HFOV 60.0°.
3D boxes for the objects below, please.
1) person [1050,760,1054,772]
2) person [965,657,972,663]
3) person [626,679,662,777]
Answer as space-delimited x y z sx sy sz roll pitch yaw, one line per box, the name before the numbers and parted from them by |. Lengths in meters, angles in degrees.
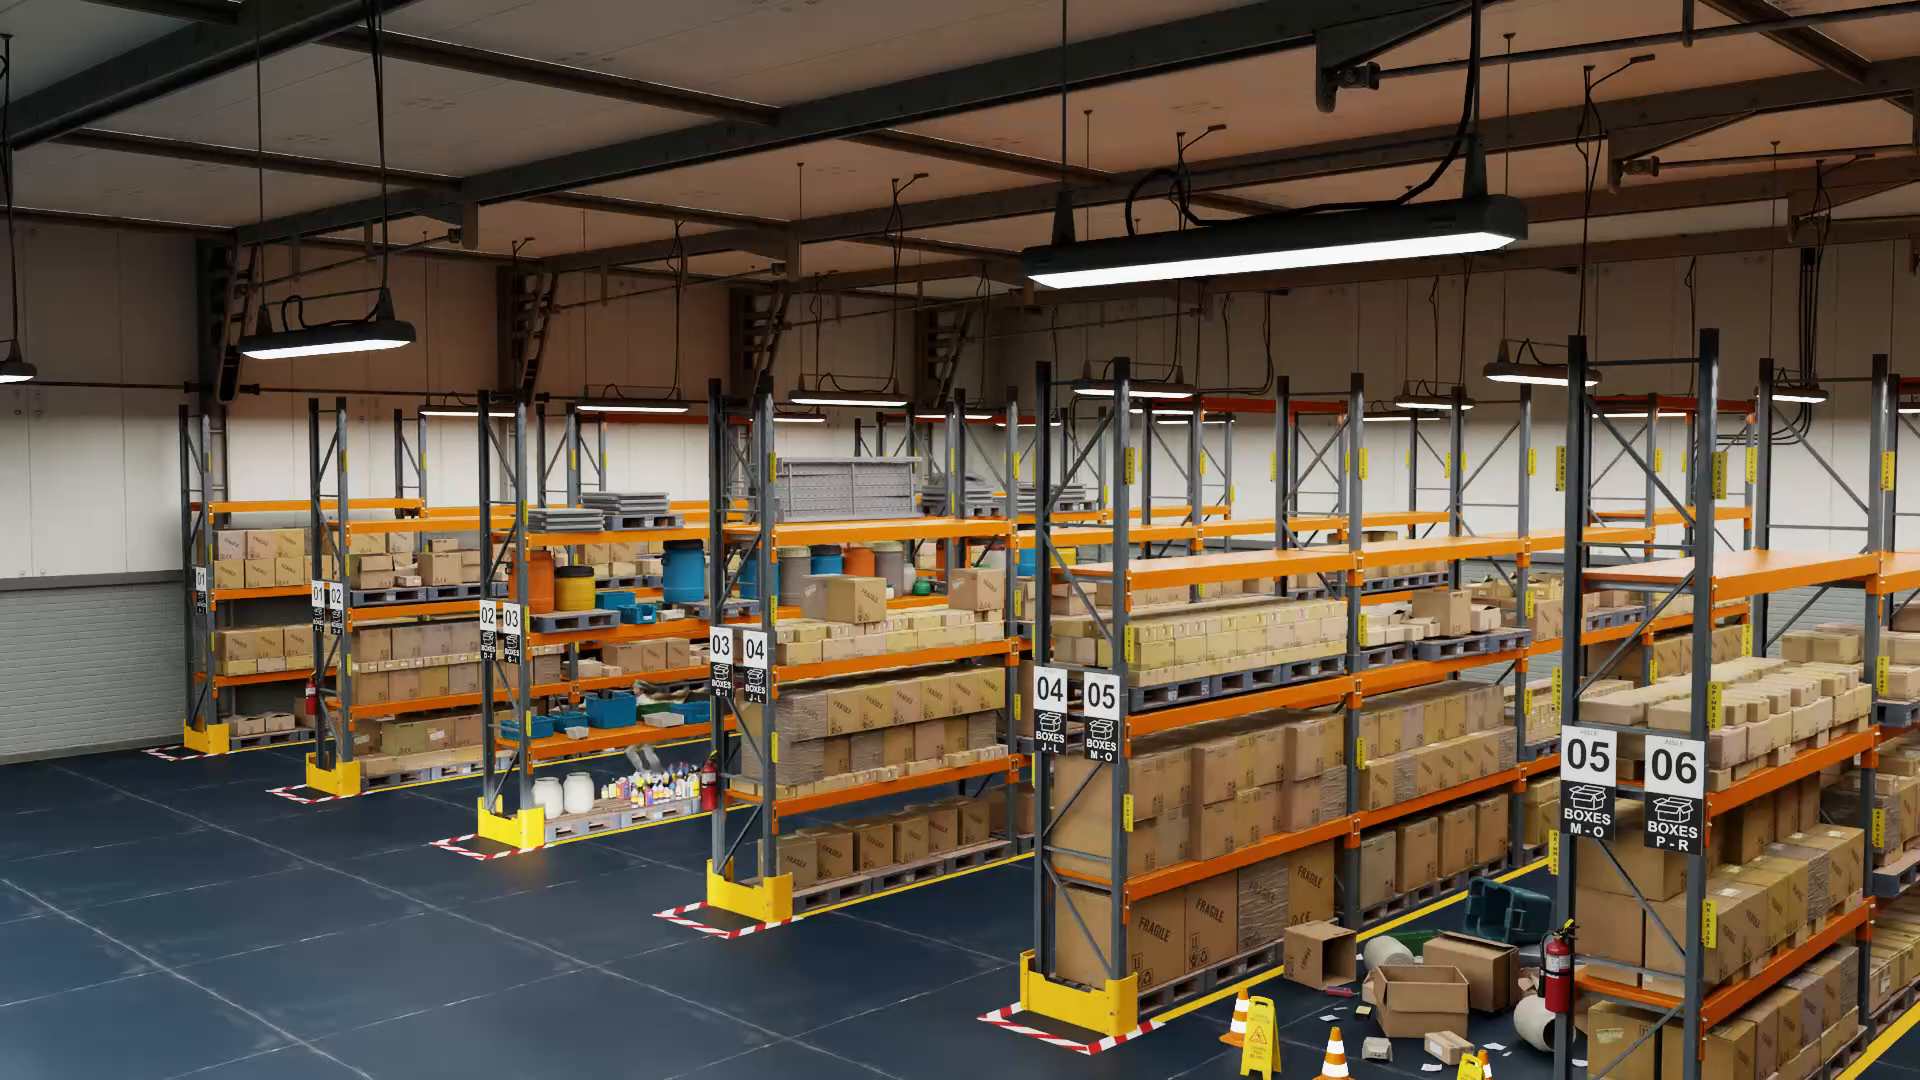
person | 1.389 2.885 26.601 0.793 1.804 0.681 -3 4 -44
person | 0.024 2.628 32.958 0.656 1.665 0.807 2 4 36
person | -4.885 2.990 25.778 0.696 1.709 0.595 -2 4 -38
